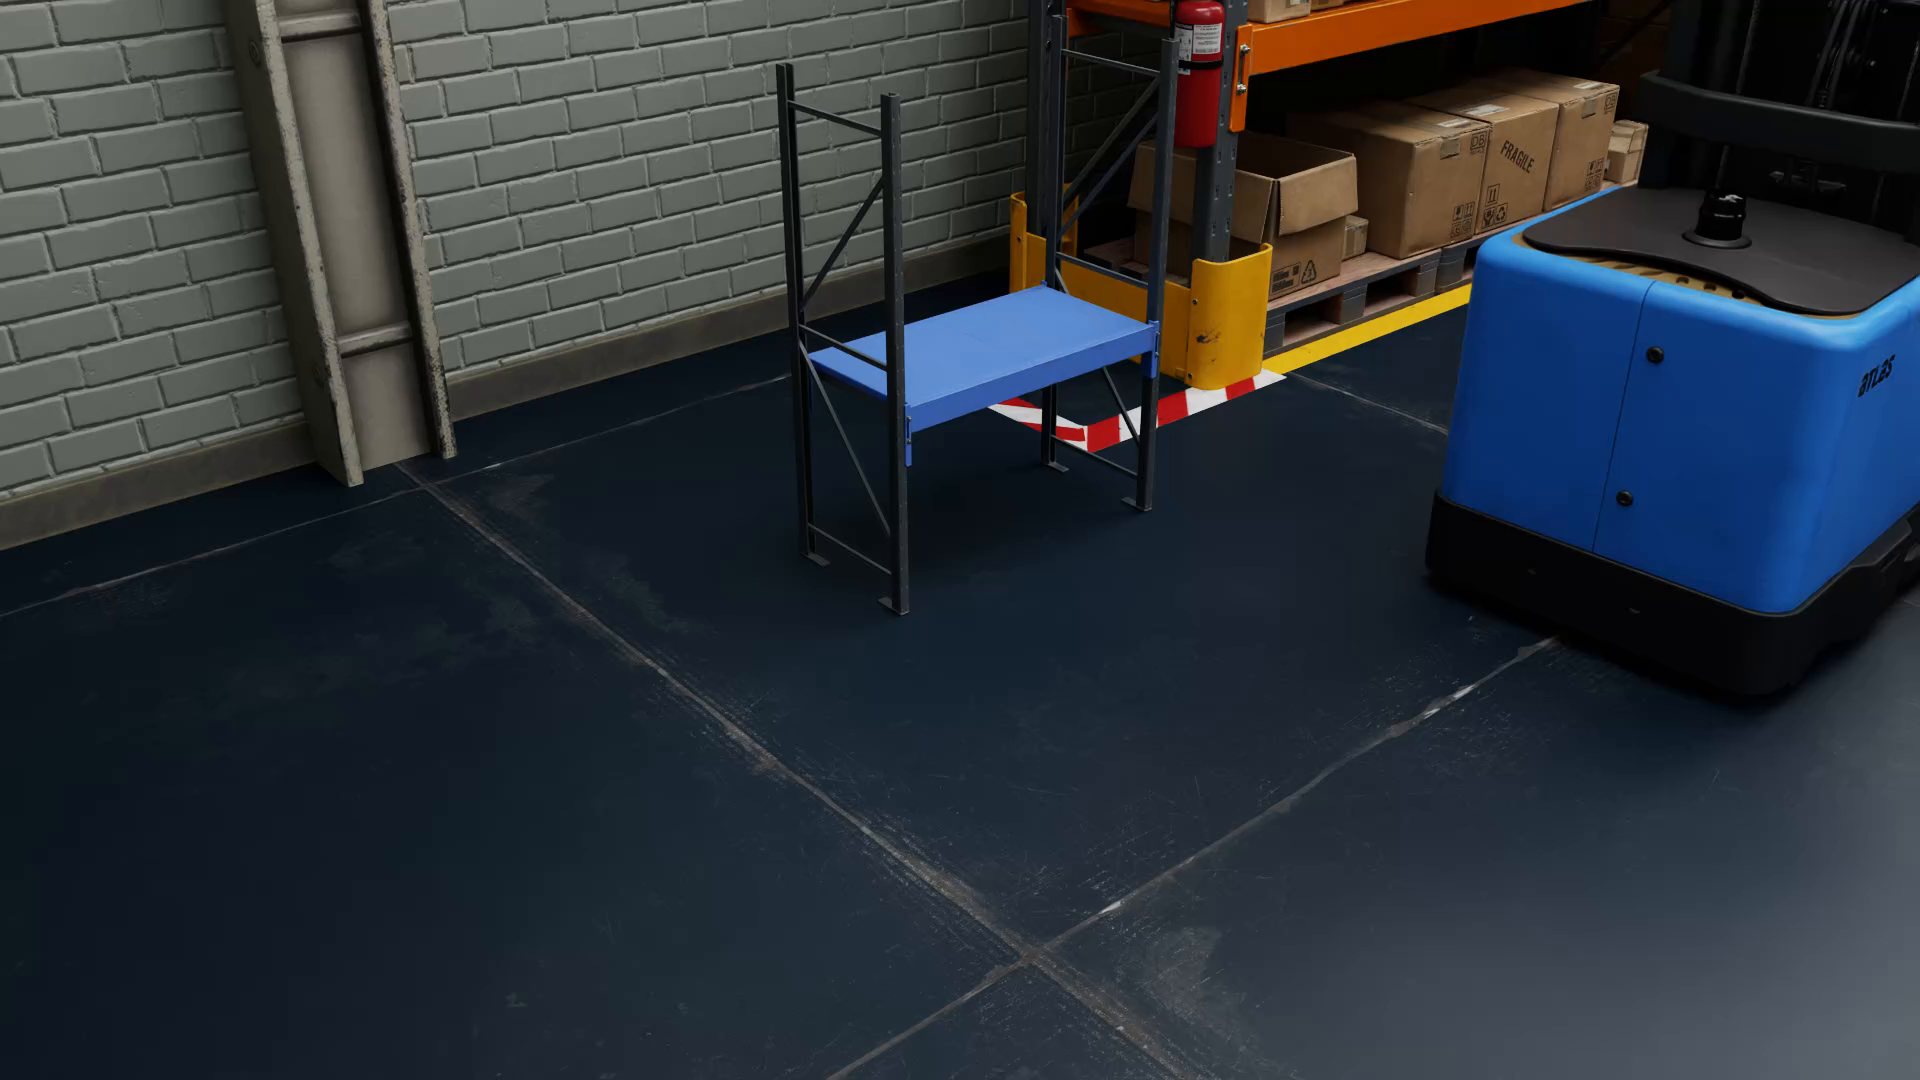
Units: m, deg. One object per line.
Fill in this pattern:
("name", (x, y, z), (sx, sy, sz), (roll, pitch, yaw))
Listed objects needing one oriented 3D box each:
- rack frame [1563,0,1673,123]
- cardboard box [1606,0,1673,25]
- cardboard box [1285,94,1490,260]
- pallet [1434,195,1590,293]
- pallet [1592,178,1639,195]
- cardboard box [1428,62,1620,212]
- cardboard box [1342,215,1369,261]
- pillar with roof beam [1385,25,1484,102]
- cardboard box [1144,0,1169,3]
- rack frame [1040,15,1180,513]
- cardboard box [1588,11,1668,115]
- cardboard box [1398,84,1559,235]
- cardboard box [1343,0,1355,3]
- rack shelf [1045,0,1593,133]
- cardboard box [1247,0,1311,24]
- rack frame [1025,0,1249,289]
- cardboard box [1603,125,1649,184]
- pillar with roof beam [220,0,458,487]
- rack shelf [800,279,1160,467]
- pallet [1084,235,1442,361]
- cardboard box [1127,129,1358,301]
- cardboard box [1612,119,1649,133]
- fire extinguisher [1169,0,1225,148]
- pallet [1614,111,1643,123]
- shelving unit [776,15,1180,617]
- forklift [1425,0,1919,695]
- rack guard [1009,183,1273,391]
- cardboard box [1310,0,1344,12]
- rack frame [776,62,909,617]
("rack frame", (3.677, -3.340, 8.317), (0.127, 3.000, 1.000), (-22, 35, -35))
("cardboard box", (3.770, -2.924, 9.058), (0.250, 0.149, 0.380), (-24, 36, -37))
("cardboard box", (1.836, -1.599, 7.267), (0.500, 0.500, 0.700), (-20, 34, -33))
("pallet", (2.225, -1.525, 7.879), (1.213, 0.211, 1.003), (-22, 35, -35))
("pallet", (3.154, -1.900, 8.581), (1.213, 0.211, 1.003), (-22, 35, -35))
("cardboard box", (2.626, -1.917, 7.861), (0.500, 0.500, 0.700), (-23, 36, -37))
("cardboard box", (1.509, -1.313, 7.103), (0.250, 0.149, 0.380), (-24, 36, -37))
("pillar with roof beam", (5.356, -4.552, 4.220), (0.400, 9.000, 9.100), (-22, 35, -35))
("cardboard box", (0.712, -2.203, 6.456), (0.250, 0.149, 0.380), (-22, 35, -35))
("rack frame", (0.452, -0.843, 5.236), (0.032, 1.500, 0.500), (-22, 35, -35))
("cardboard box", (3.858, -2.679, 9.286), (0.500, 0.500, 0.500), (-22, 35, -35))
("cardboard box", (2.303, -1.725, 7.502), (0.500, 0.500, 0.500), (-21, 35, -34))
("cardboard box", (1.403, -2.195, 6.441), (0.250, 0.149, 0.380), (-22, 35, -36))
("rack shelf", (2.155, -2.410, 7.341), (4.000, 0.370, 1.077), (-22, 35, -35))
("cardboard box", (1.062, -2.007, 6.090), (0.250, 0.149, 0.380), (-22, 35, -35))
("rack frame", (0.634, -2.116, 6.027), (0.127, 3.000, 1.000), (-22, 35, -35))
("cardboard box", (3.172, -1.934, 8.142), (0.258, 0.266, 0.396), (-20, 34, -33))
("pillar with roof beam", (0.792, -2.717, 0.786), (0.400, 9.000, 9.100), (-22, 35, -35))
("rack shelf", (0.065, -0.529, 5.030), (1.000, 0.185, 0.538), (-22, 35, -35))
("pallet", (1.298, -1.153, 7.185), (1.213, 0.211, 1.003), (-22, 35, -35))
("cardboard box", (1.161, -1.353, 6.803), (0.637, 0.503, 0.797), (-24, 36, -37))
("cardboard box", (3.444, -1.992, 8.374), (0.250, 0.149, 0.380), (-23, 36, -36))
("fire extinguisher", (0.822, -1.707, 5.739), (0.183, 0.674, 0.296), (-22, 35, -35))
("pallet", (4.271, -2.372, 9.465), (1.213, 0.211, 1.003), (-22, 35, -35))
("shelving unit", (0.065, -0.688, 4.945), (1.048, 1.500, 0.538), (-22, 35, -35))
("forklift", (2.794, -1.478, 4.906), (3.031, 2.935, 1.130), (-25, 37, -38))
("rack guard", (0.692, -1.037, 6.659), (0.348, 0.500, 1.175), (-22, 35, -35))
("cardboard box", (1.225, -2.102, 6.267), (0.250, 0.149, 0.380), (-21, 35, -34))
("rack frame", (-0.322, -0.532, 4.654), (0.032, 1.500, 0.500), (-22, 35, -35))
